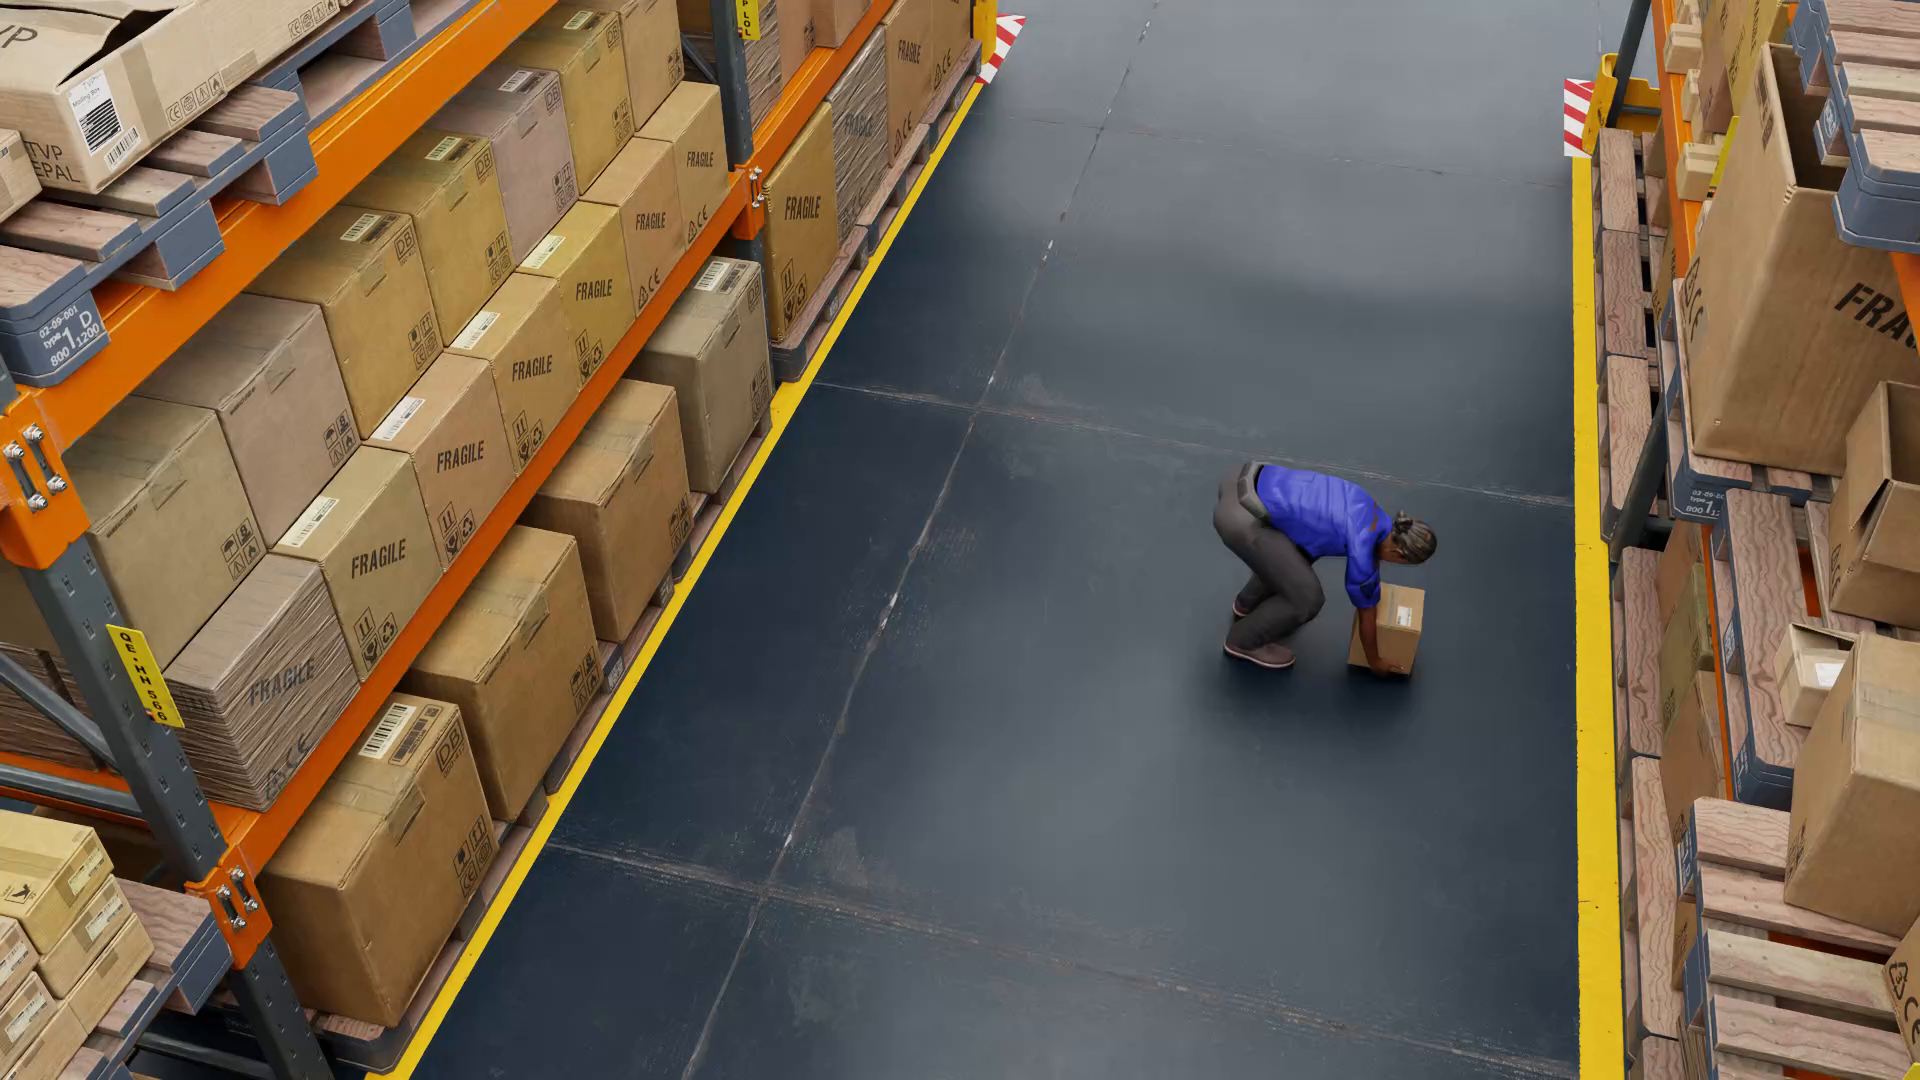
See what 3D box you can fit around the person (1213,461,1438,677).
[{"bbox_3d":[1.426,0.104,6.647,0.866,0.864,0.465,8,42,9],"label":"person"}]
